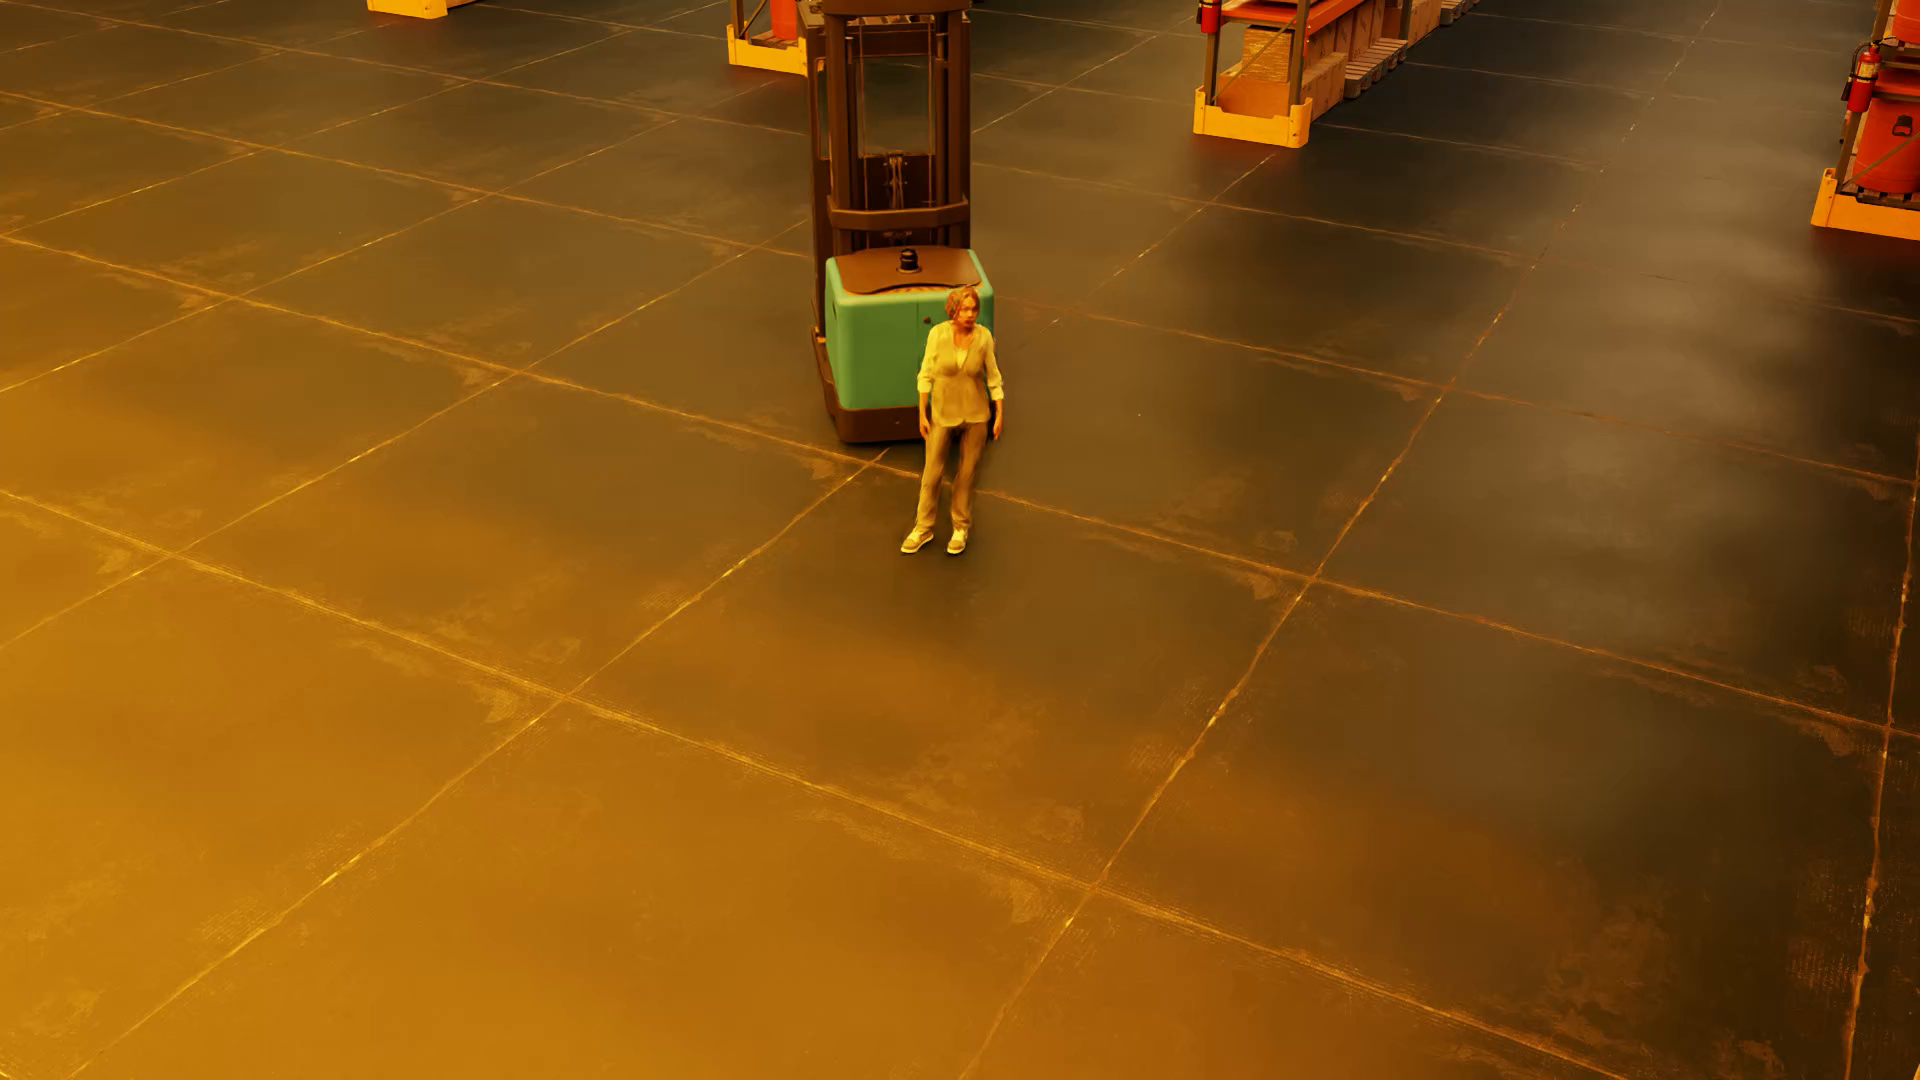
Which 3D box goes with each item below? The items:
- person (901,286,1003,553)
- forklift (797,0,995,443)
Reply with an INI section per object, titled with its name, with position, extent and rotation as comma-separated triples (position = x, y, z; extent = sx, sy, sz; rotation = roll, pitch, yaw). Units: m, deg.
[person]
position = -0.055, -0.679, 9.578
extent = 0.622, 1.596, 0.355
rotation = -5, 30, -8
[forklift]
position = -0.513, -2.628, 11.623
extent = 1.130, 2.935, 3.031
rotation = -5, 30, -8
